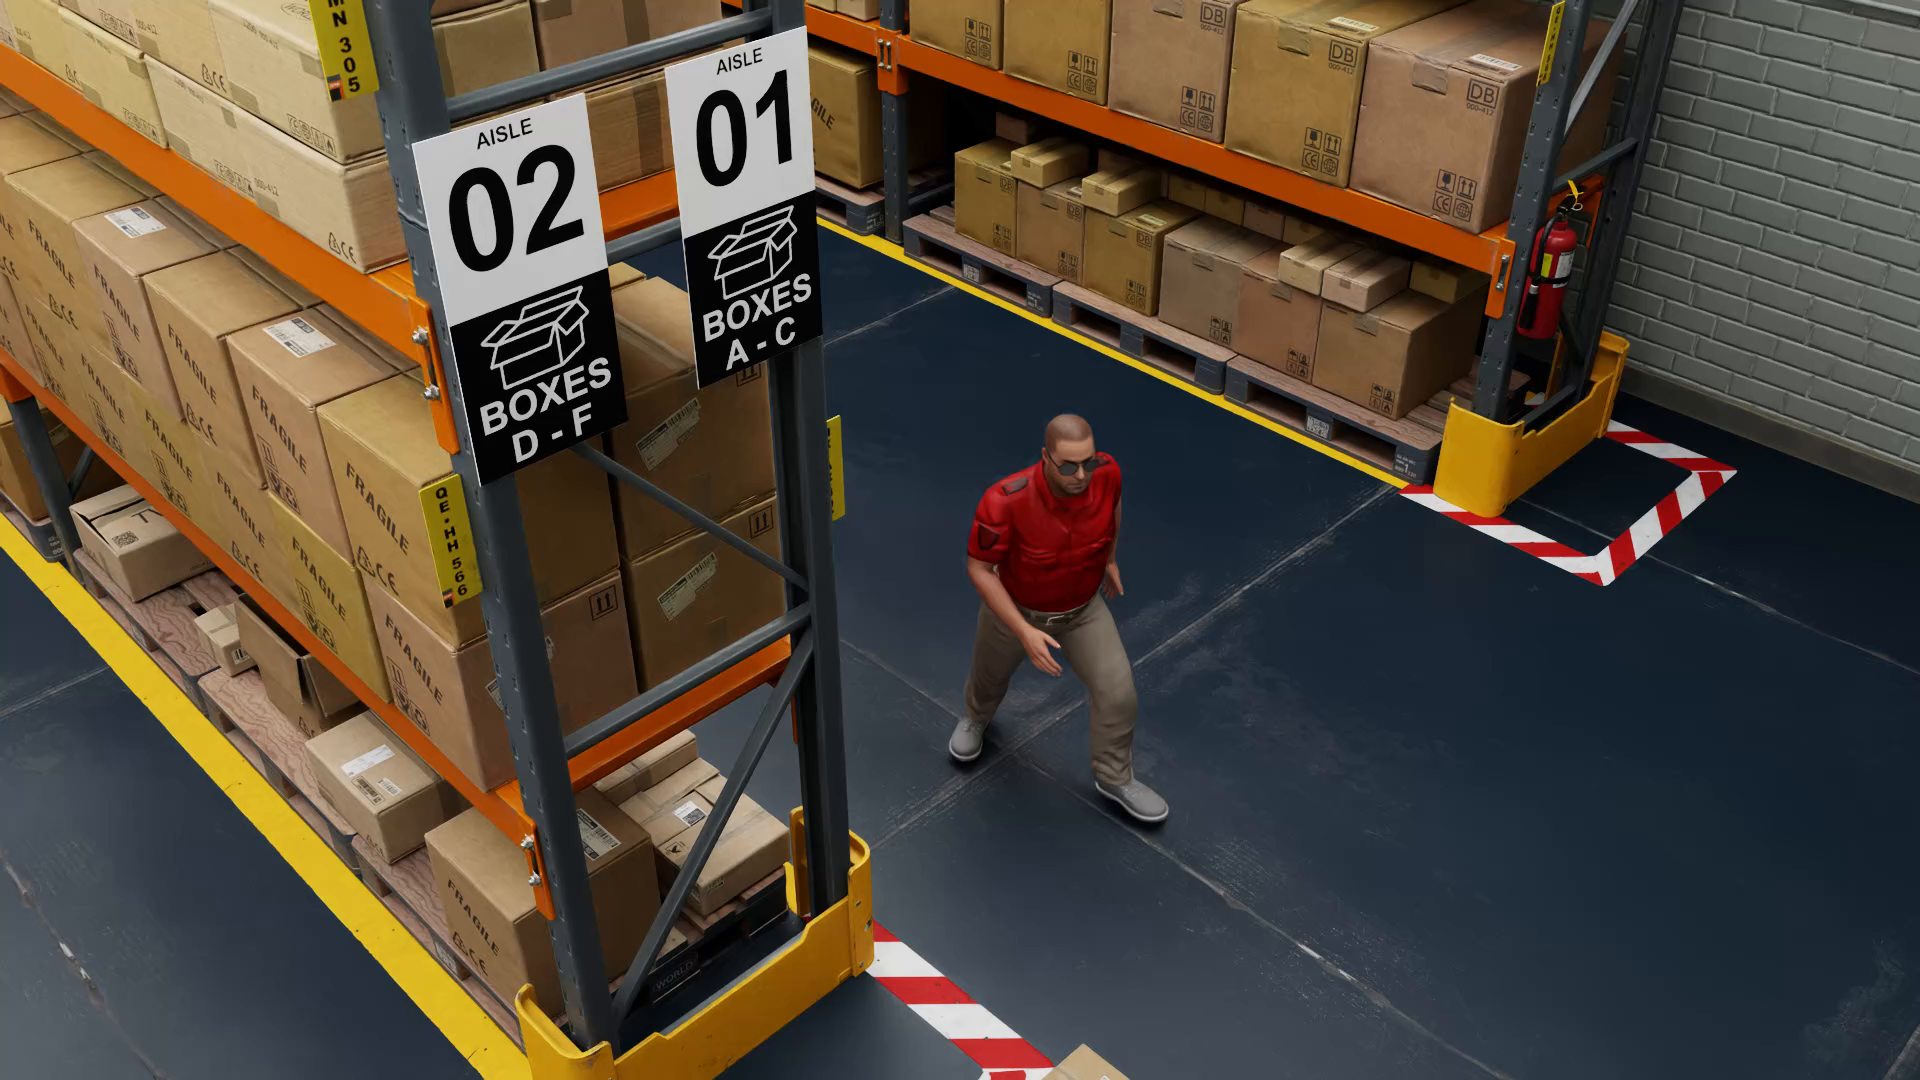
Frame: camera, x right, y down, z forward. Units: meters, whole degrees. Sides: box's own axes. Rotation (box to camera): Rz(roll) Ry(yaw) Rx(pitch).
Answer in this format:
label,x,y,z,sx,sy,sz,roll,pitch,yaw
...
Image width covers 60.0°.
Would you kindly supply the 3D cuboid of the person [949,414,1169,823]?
label,x,y,z,sx,sy,sz,roll,pitch,yaw
person,0.327,0.214,5.880,0.702,1.660,0.837,-10,37,-14
